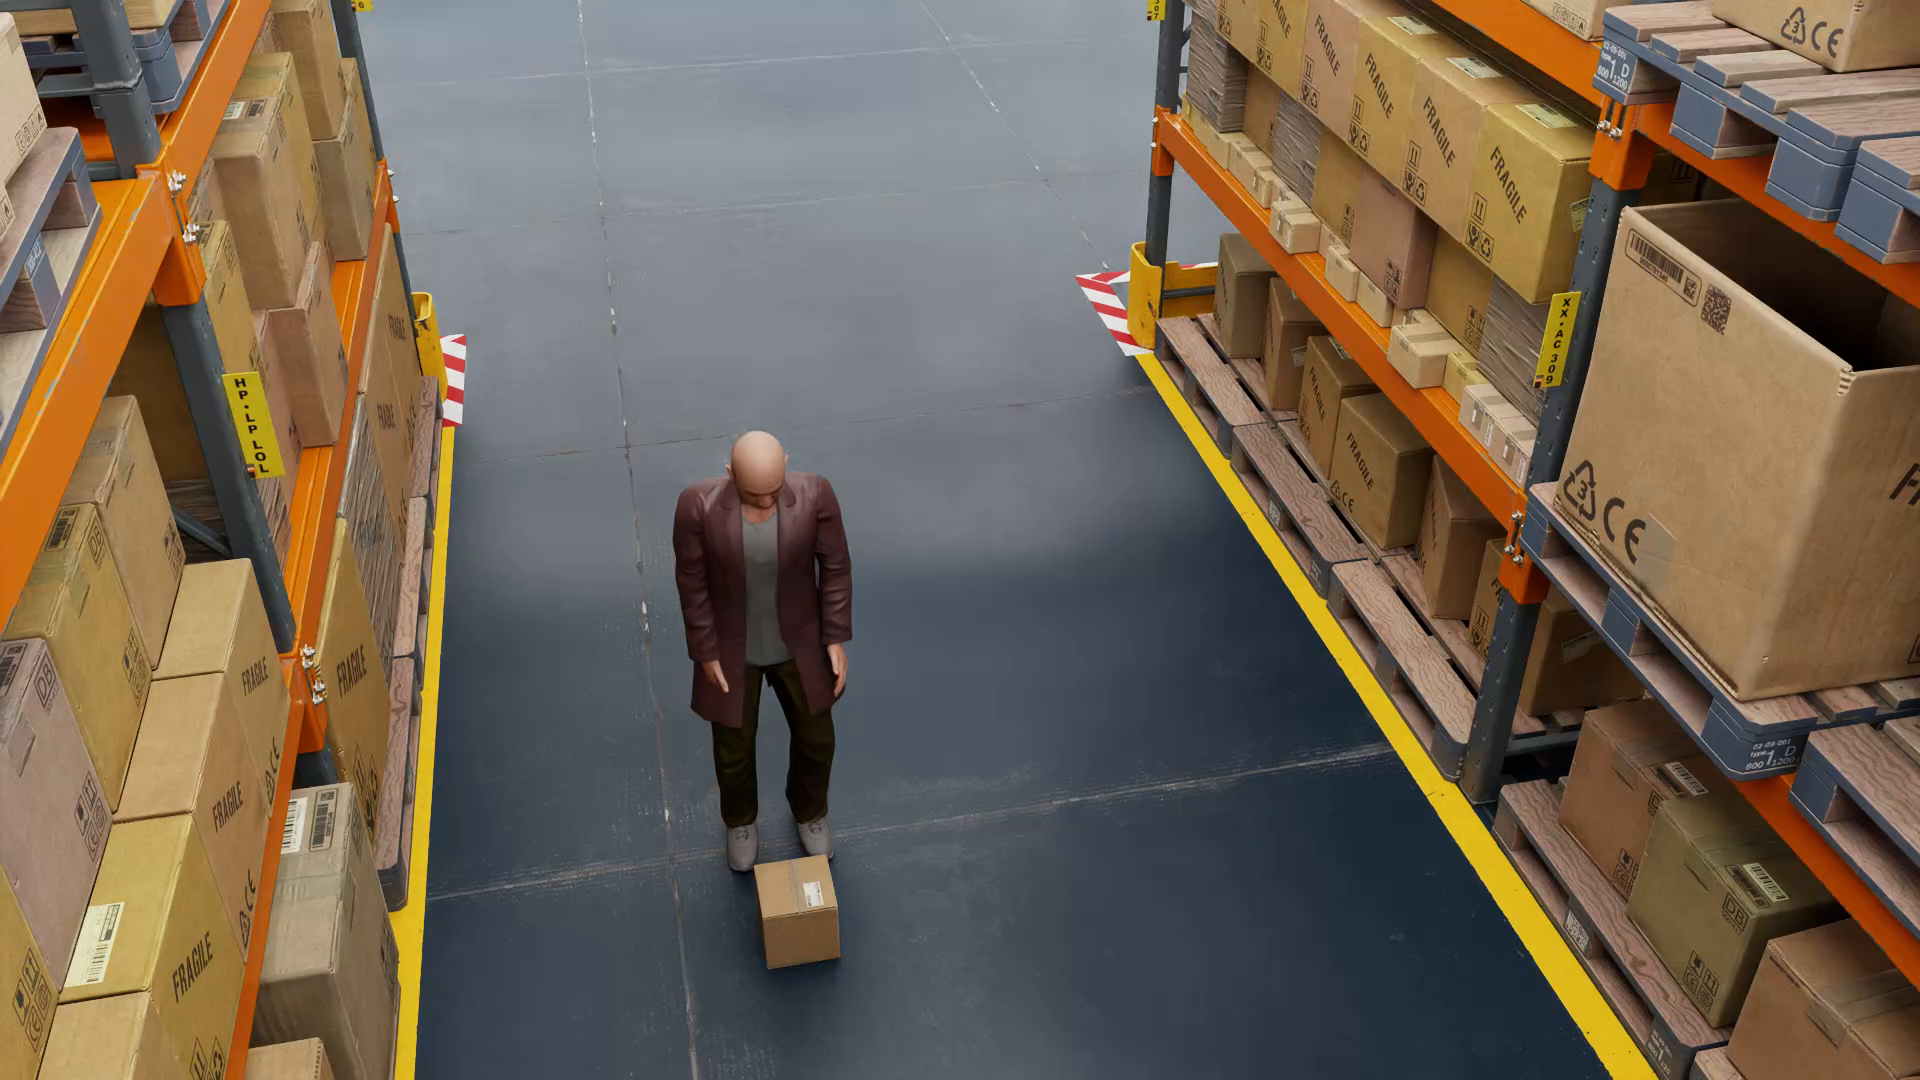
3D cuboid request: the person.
[{"bbox_3d":[-0.644,0.368,5.655,0.583,1.739,0.403,-6,34,-9],"label":"person"}]
